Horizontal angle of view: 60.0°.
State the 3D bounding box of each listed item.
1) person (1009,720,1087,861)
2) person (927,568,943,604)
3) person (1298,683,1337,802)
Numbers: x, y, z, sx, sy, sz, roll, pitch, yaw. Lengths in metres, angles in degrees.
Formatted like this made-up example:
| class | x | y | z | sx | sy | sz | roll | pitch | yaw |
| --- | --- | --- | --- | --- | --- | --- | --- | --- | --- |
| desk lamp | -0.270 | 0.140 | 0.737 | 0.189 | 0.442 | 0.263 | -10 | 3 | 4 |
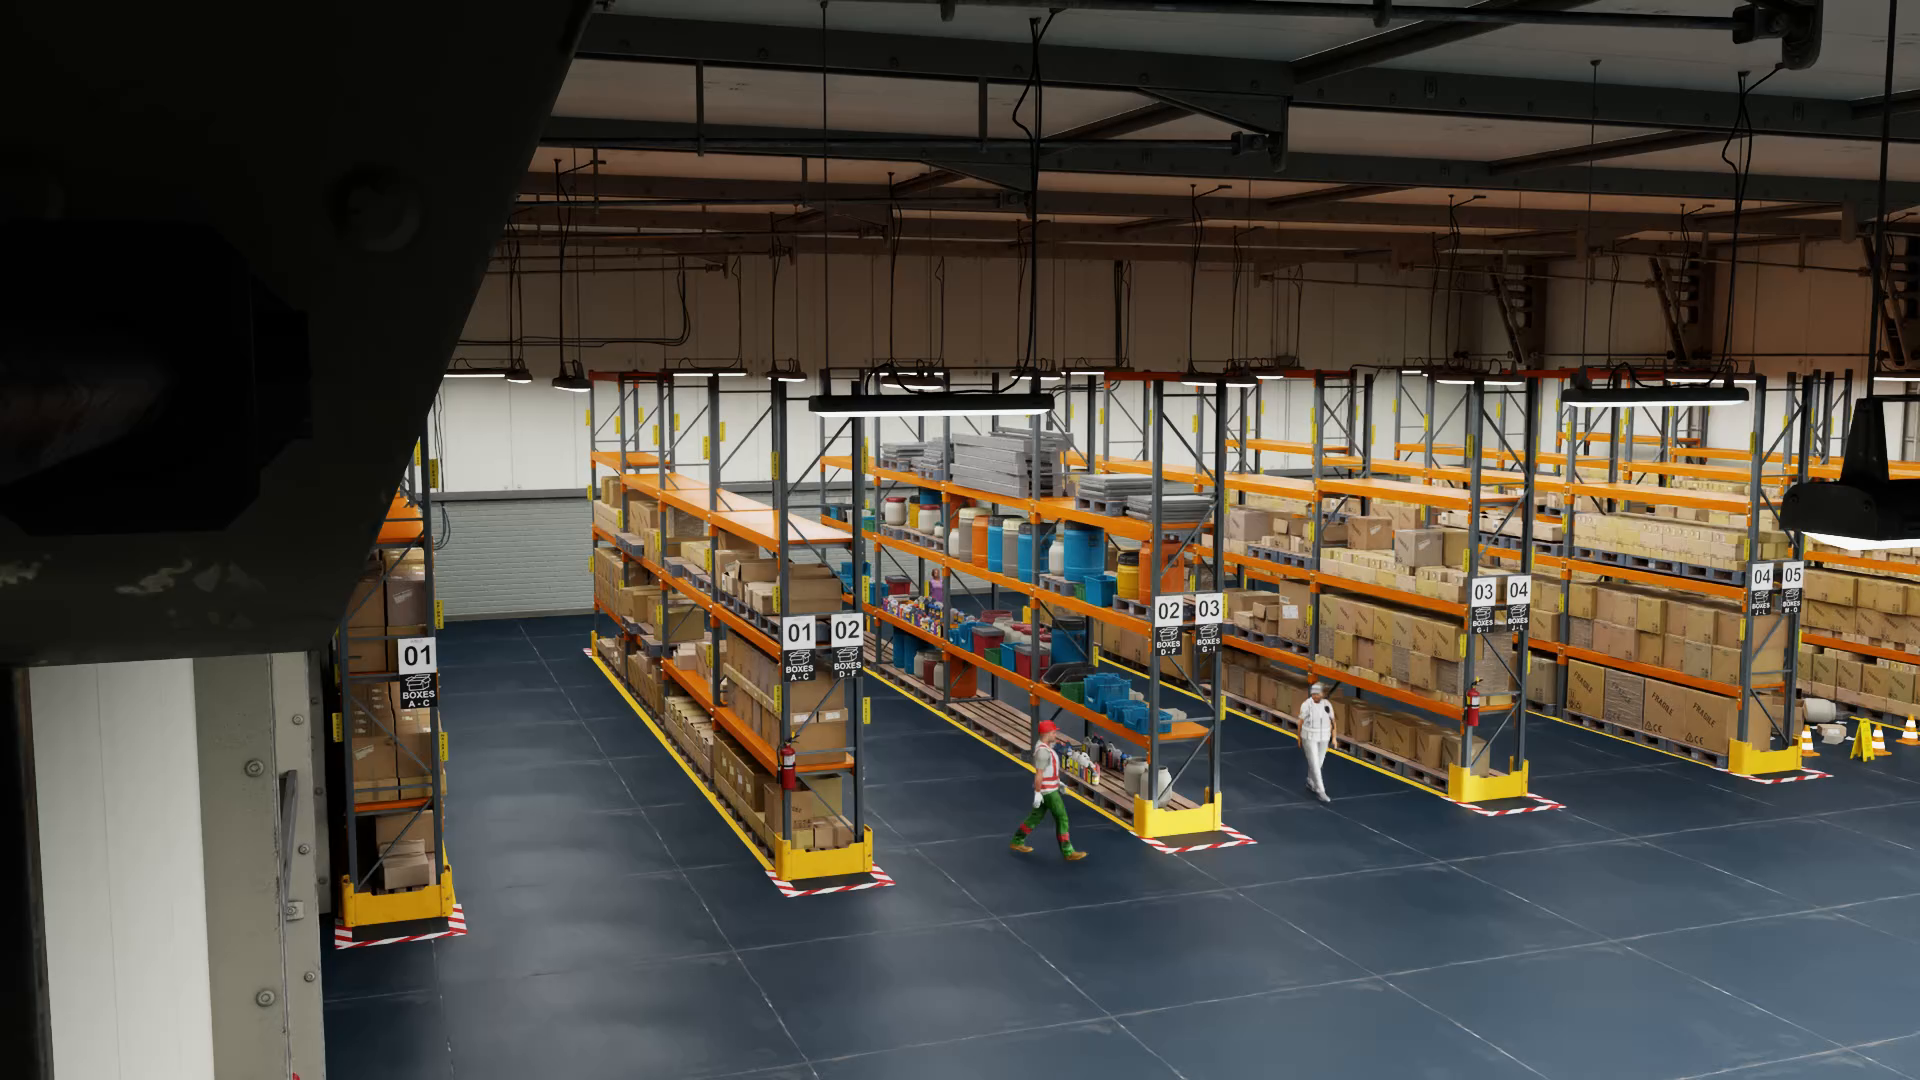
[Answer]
| class | x | y | z | sx | sy | sz | roll | pitch | yaw |
| --- | --- | --- | --- | --- | --- | --- | --- | --- | --- |
| person | 1.106 | 3.139 | 20.931 | 0.946 | 1.765 | 0.535 | 0 | 6 | -3 |
| person | -0.492 | 1.396 | 37.207 | 0.426 | 1.542 | 0.939 | -3 | 7 | -24 |
| person | 5.136 | 2.857 | 23.745 | 0.501 | 1.627 | 0.908 | -1 | 7 | -13 |
